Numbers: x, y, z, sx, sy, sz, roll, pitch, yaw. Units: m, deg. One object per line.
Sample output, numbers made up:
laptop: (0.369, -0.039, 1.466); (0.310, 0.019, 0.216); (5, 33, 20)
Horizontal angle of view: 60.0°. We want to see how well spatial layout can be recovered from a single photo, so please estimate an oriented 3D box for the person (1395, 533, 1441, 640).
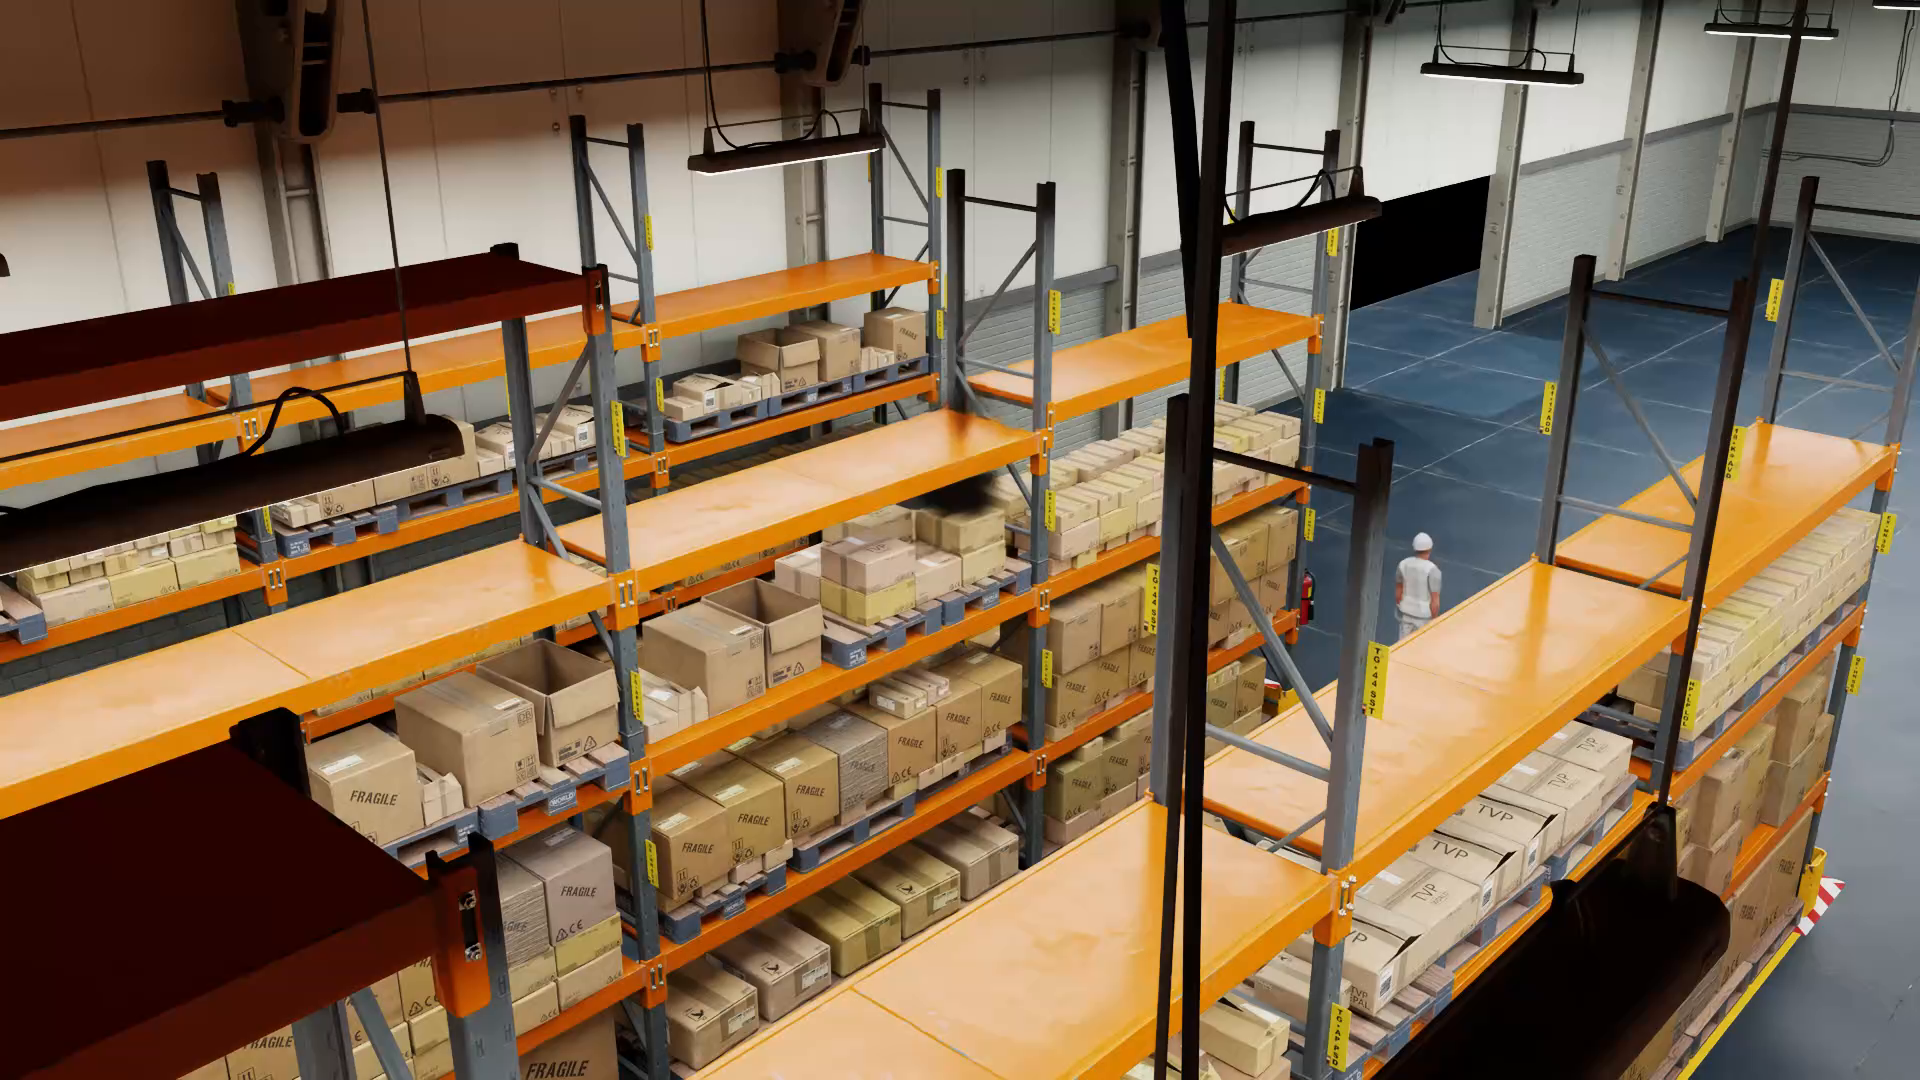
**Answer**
person: (4.808, 0.795, 17.485); (0.616, 1.781, 0.427); (20, 29, 41)
